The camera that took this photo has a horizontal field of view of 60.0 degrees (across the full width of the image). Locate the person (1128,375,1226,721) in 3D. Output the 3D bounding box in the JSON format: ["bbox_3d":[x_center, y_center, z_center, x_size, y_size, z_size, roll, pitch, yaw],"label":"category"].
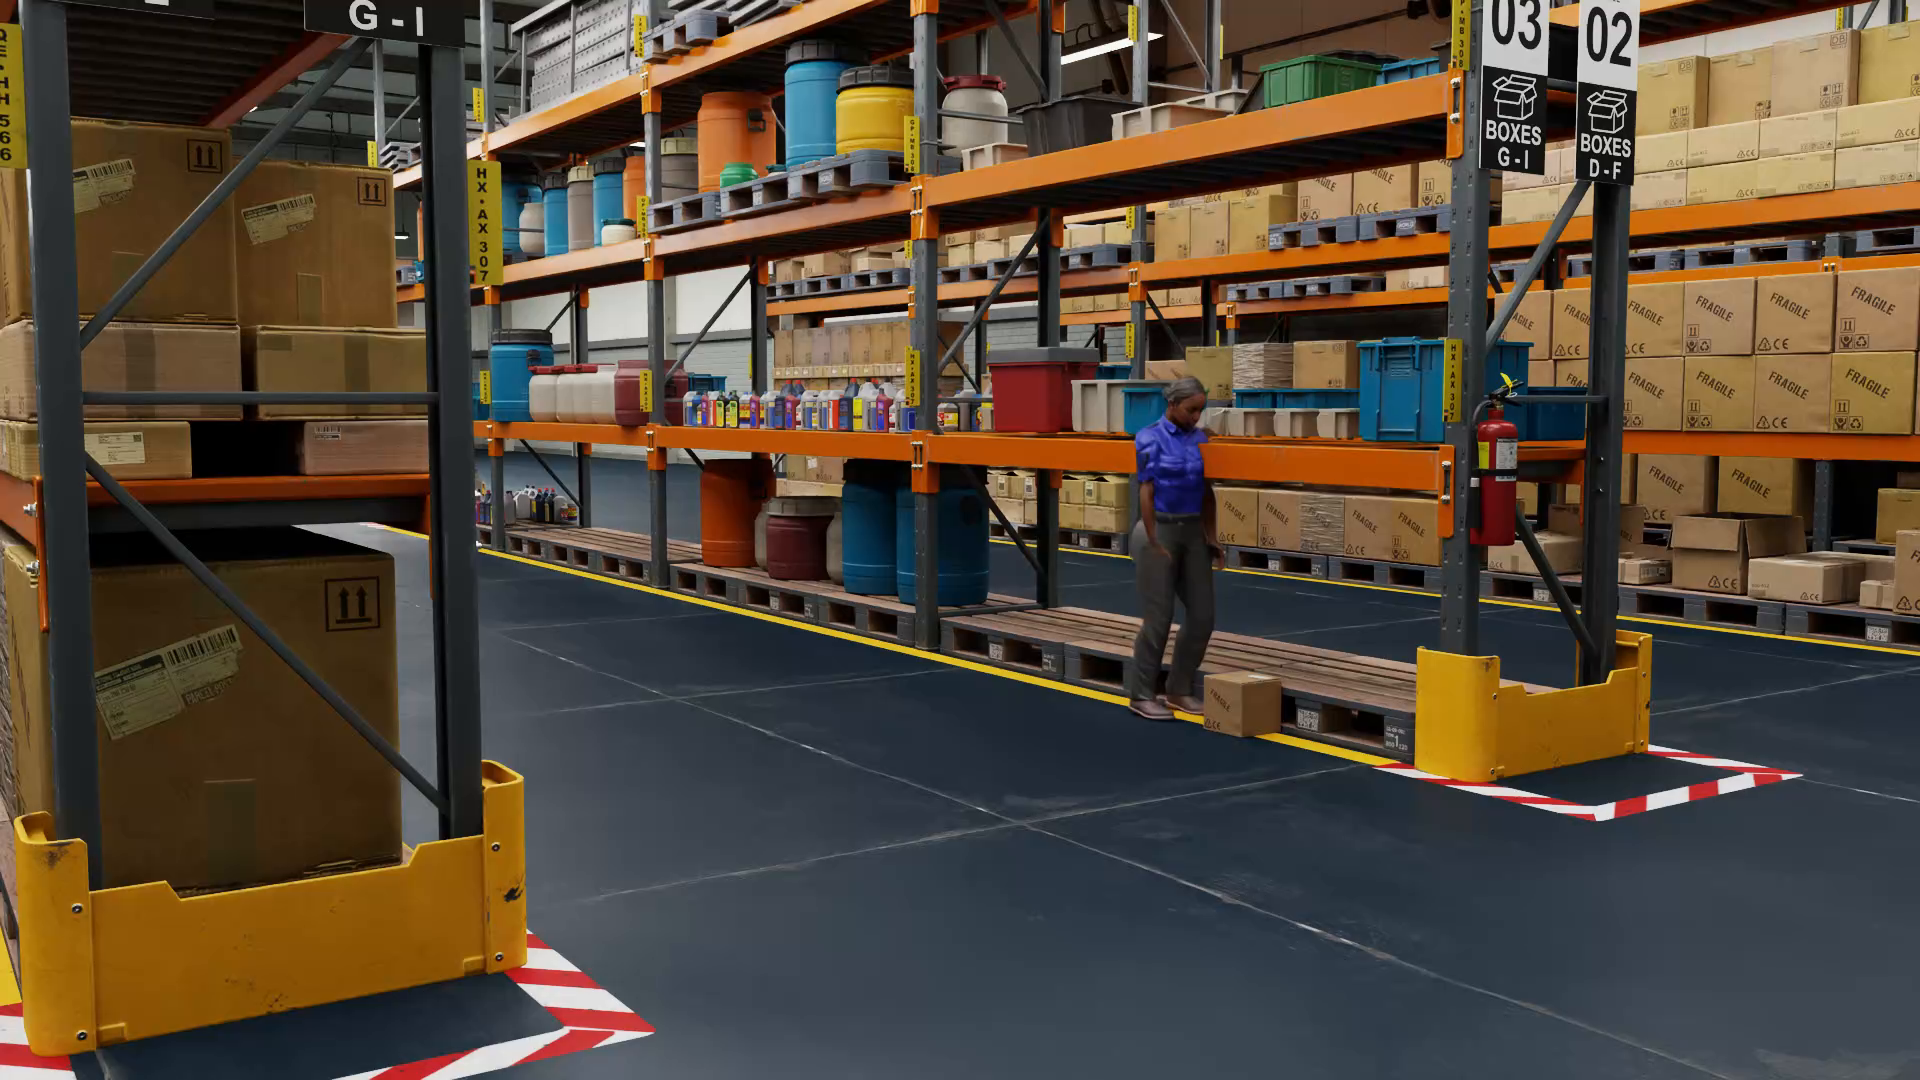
[{"bbox_3d":[1.039,0.032,7.962,0.448,1.631,0.342,-3,6,-33],"label":"person"}]
